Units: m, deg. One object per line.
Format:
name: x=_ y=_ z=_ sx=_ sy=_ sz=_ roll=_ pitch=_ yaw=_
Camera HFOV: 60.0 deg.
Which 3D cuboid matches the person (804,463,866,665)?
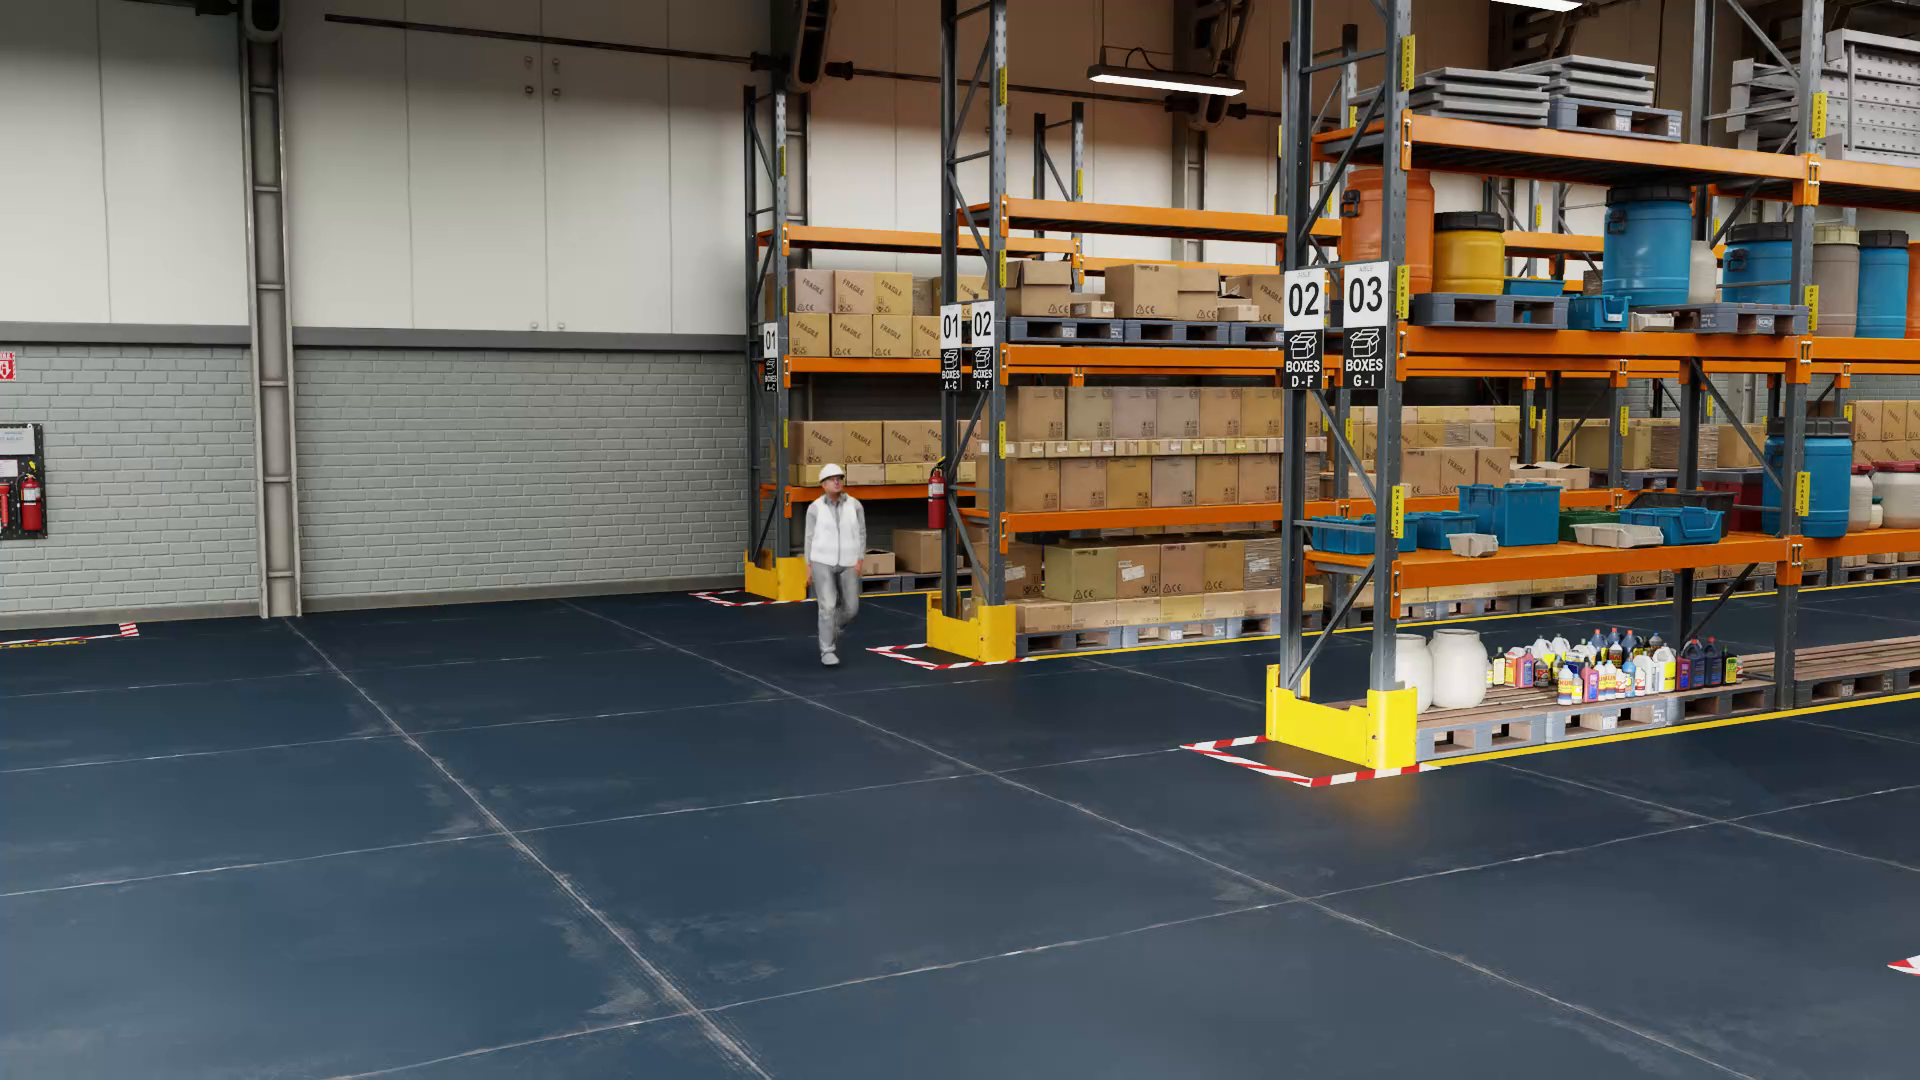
person: x=-1.112 y=0.196 z=14.720 sx=0.543 sy=1.754 sz=0.680 roll=-1 pitch=5 yaw=-16
